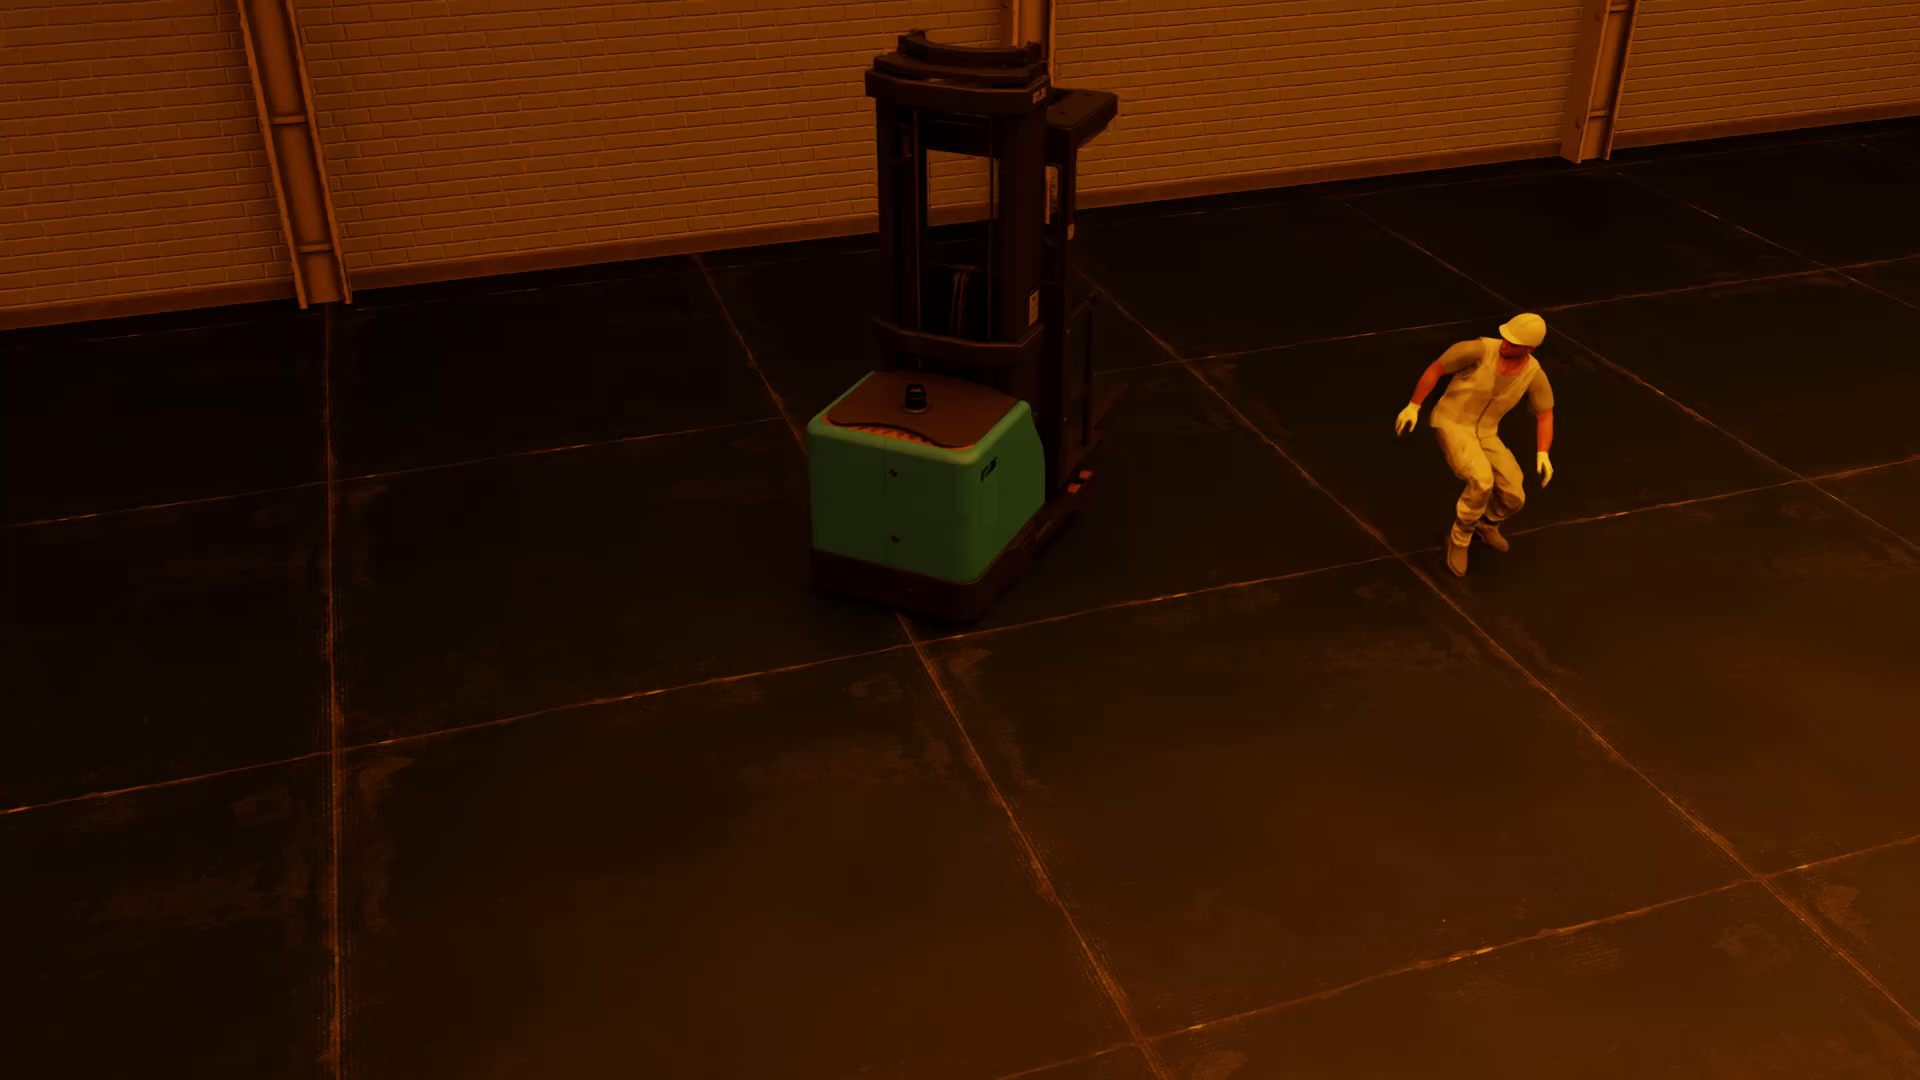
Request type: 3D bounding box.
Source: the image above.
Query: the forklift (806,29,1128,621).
[{"bbox_3d":[0.223,-1.539,9.762,1.130,2.935,3.031,13,32,21],"label":"forklift"}]

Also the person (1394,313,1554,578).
[{"bbox_3d":[2.989,-0.575,9.510,0.789,1.550,0.738,-6,31,-11],"label":"person"}]
